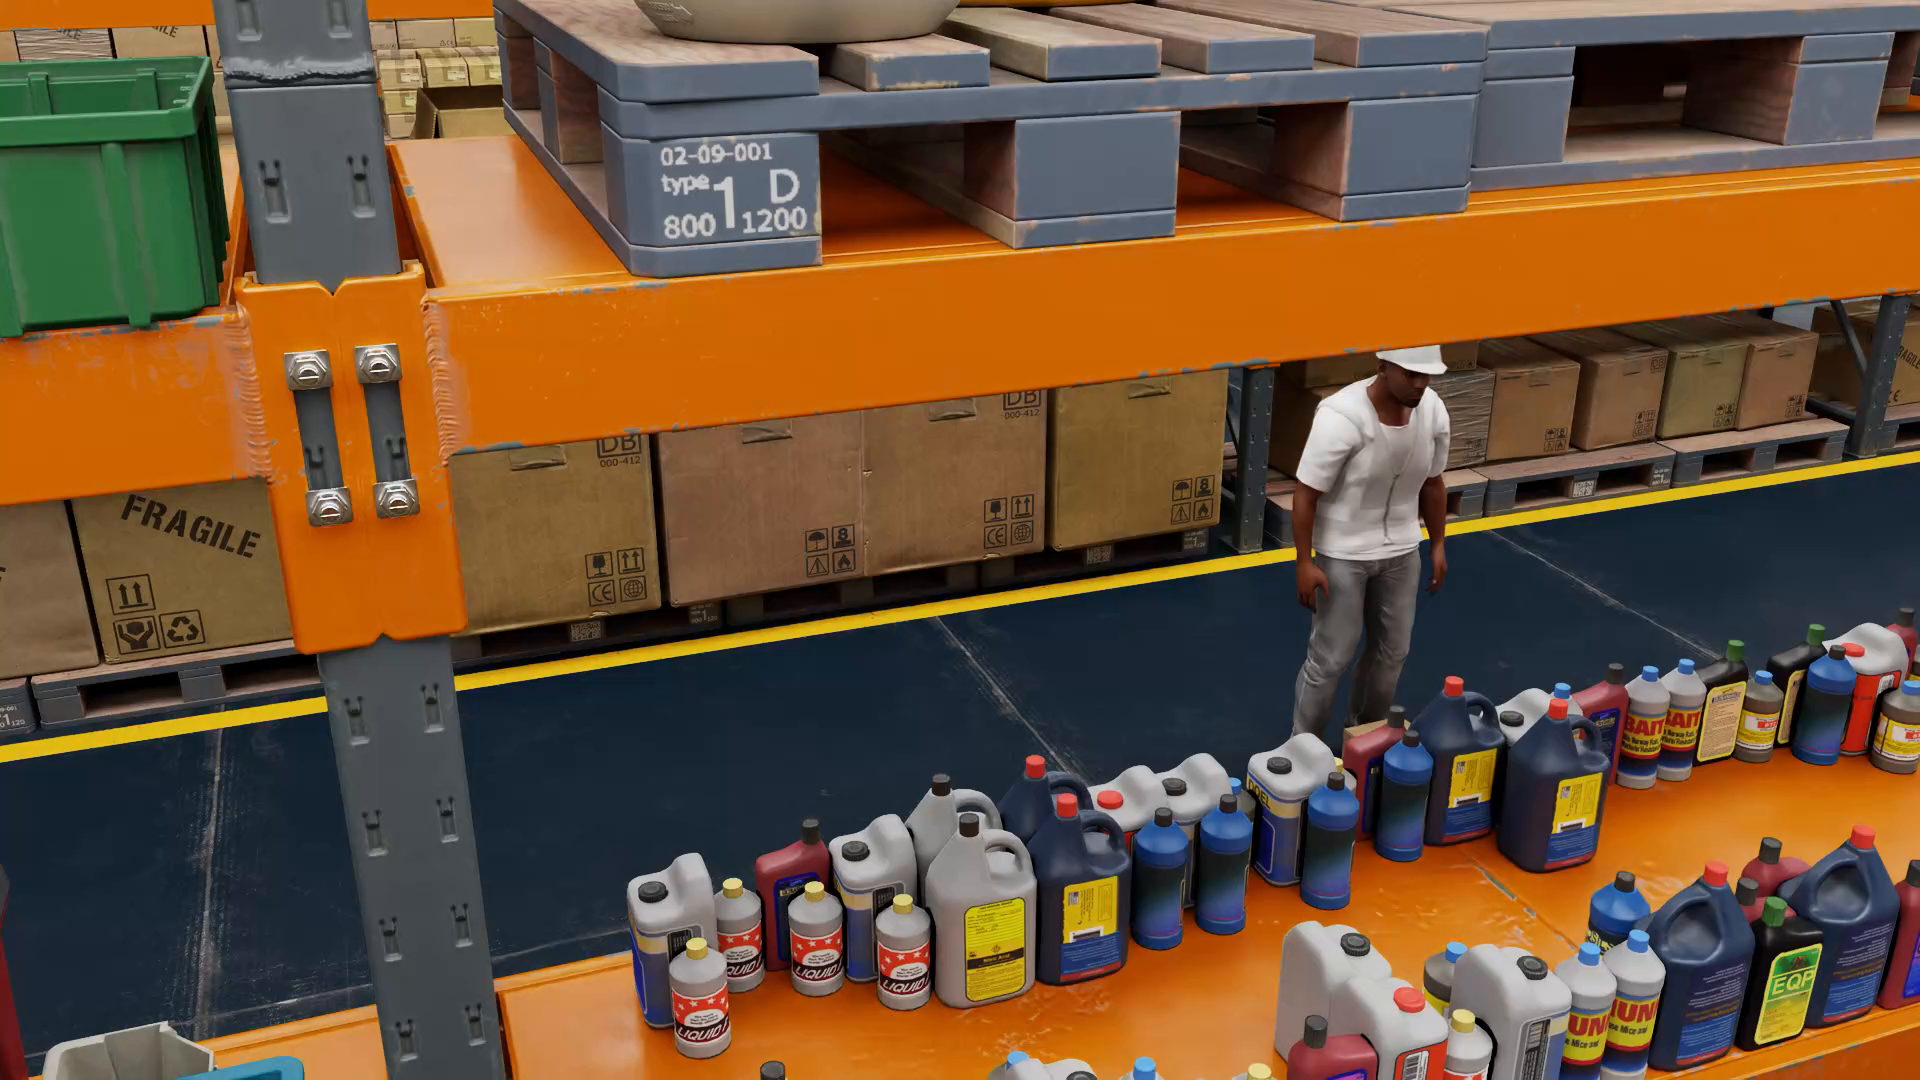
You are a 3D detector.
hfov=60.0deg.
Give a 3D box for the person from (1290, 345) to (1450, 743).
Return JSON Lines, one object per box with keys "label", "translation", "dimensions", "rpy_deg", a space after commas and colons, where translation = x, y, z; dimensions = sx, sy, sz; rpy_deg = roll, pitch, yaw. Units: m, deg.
{"label": "person", "translation": [1.466, 0.051, 5.943], "dimensions": [0.627, 1.761, 0.456], "rpy_deg": [-8, 24, -19]}
